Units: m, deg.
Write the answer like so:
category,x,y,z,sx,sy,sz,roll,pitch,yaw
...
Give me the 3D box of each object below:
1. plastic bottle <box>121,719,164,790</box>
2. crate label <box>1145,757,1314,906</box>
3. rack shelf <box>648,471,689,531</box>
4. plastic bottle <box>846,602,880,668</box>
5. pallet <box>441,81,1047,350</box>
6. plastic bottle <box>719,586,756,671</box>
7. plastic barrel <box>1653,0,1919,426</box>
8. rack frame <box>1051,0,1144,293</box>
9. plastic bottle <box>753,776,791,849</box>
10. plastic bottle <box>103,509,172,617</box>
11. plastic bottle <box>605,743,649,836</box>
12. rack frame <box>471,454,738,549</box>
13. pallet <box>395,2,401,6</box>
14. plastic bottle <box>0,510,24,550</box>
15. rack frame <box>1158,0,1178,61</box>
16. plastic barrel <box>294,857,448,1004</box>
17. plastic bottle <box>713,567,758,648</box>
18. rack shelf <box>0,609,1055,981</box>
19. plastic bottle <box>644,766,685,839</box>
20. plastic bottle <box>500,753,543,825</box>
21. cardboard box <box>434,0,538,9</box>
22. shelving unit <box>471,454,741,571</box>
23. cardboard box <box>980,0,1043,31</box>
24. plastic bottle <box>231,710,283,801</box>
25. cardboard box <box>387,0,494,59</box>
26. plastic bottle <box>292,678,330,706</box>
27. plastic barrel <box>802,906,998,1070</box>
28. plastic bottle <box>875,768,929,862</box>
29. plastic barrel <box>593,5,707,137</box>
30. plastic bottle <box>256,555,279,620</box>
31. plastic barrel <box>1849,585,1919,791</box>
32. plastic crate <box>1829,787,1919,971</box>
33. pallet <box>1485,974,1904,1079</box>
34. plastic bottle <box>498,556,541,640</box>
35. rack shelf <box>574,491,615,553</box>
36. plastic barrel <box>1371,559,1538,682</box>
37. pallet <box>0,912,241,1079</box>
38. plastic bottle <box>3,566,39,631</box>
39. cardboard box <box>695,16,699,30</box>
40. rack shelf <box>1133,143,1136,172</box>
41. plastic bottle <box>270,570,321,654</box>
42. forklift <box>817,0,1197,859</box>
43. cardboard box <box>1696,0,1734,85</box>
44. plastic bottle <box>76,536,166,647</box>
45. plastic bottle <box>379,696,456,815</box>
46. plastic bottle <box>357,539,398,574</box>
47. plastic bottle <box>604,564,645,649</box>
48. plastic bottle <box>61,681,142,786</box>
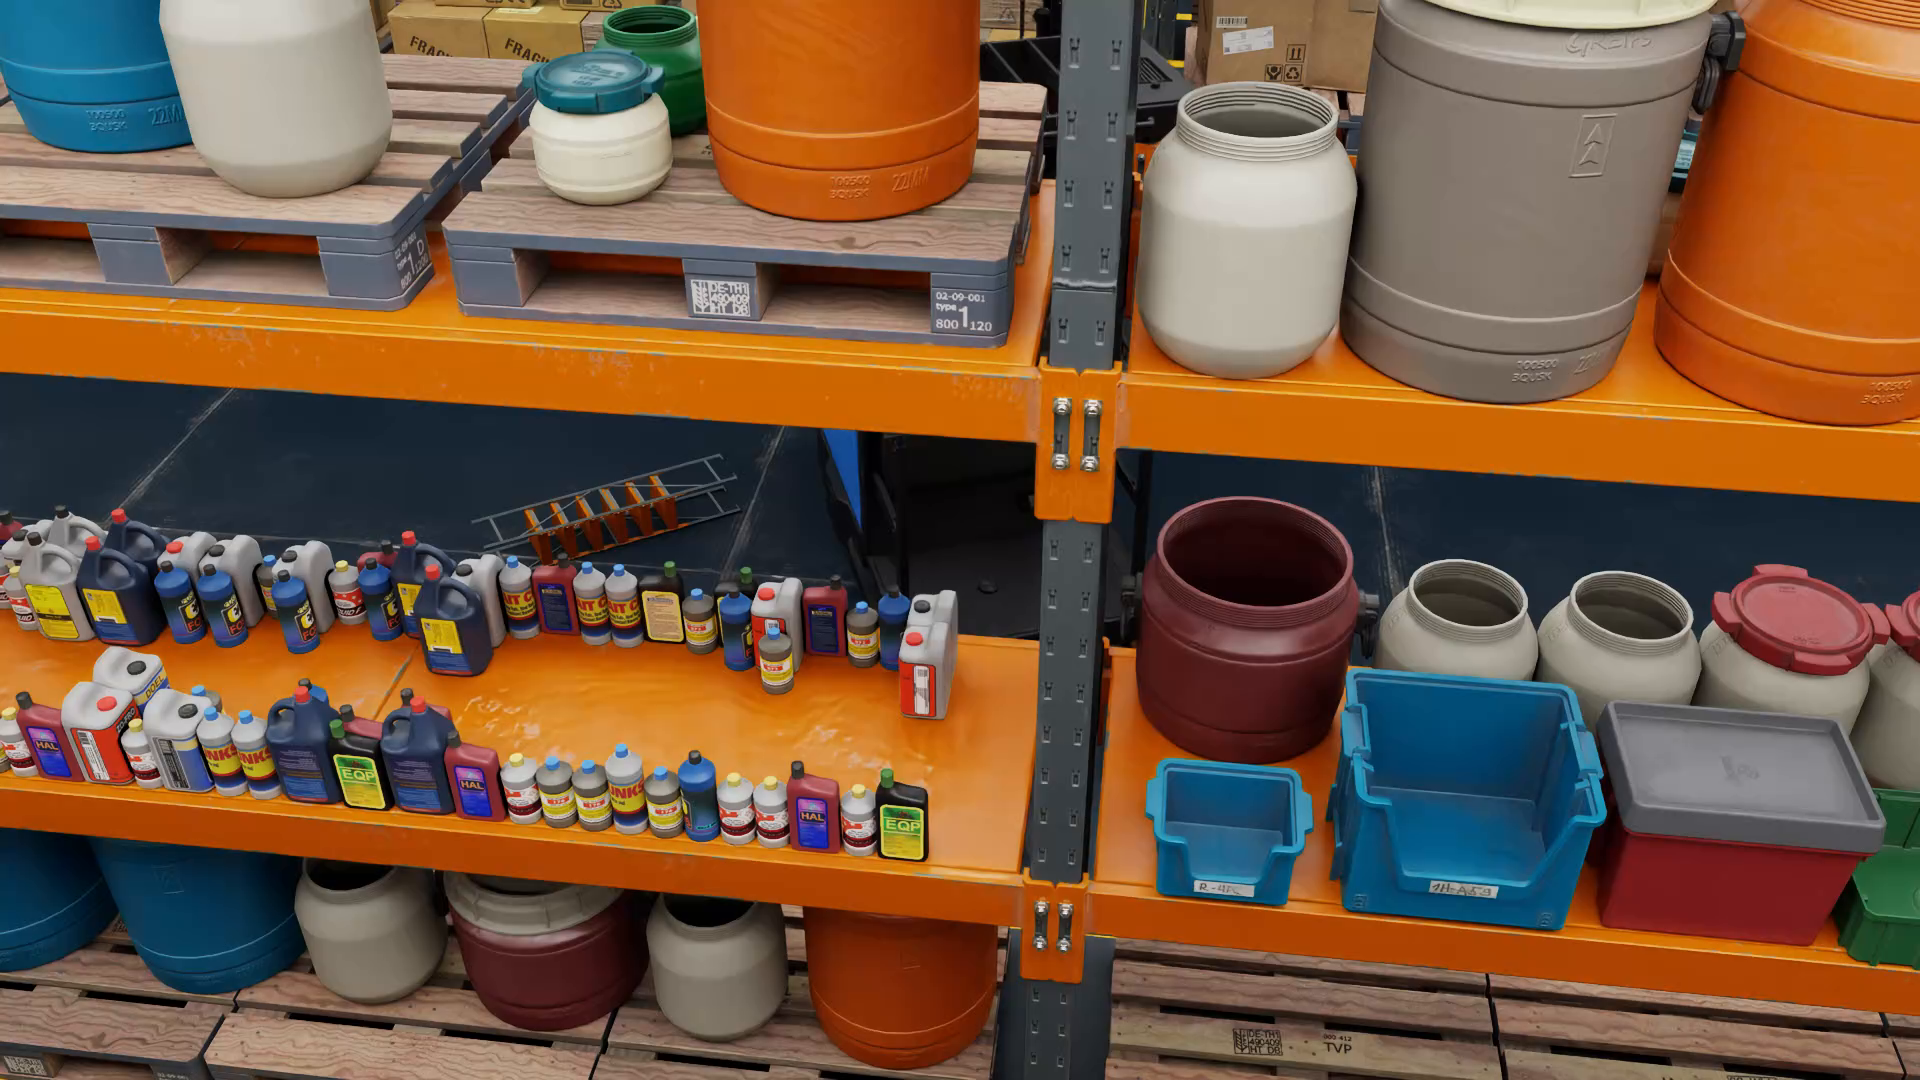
category,x,y,z,sx,sy,sz,roll,pitch,yaw
plastic bottle,-2.220,0.574,4.534,0.097,0.201,0.097,0,36,0
crate label,0.677,0.758,4.250,0.416,0.233,0.303,4,36,6
rack shelf,-1.380,-0.190,7.845,0.103,0.180,0.258,-17,39,-22
plastic bottle,-0.289,0.274,4.955,0.097,0.201,0.097,0,36,0
pallet,-0.439,-0.814,3.889,1.213,0.211,1.003,4,36,6
plastic bottle,-0.659,0.253,4.924,0.097,0.271,0.097,0,36,0
plastic barrel,1.743,-0.719,3.223,0.708,0.830,0.600,4,36,6
rack frame,0.307,-1.999,2.805,0.127,3.000,1.000,4,36,6
plastic bottle,-0.490,0.703,4.354,0.097,0.201,0.097,0,36,0
plastic bottle,-2.524,0.060,5.126,0.185,0.351,0.144,4,36,6
plastic bottle,-0.876,0.646,4.374,0.097,0.271,0.097,0,36,0
rack frame,-1.632,-0.187,7.686,1.200,0.006,0.240,-17,39,-22
pallet,-4.182,-4.541,13.930,1.213,0.211,1.003,4,36,6
plastic bottle,-2.993,0.028,5.229,0.133,0.283,0.061,4,36,6
rack frame,1.670,-5.262,12.540,0.127,3.000,1.000,4,36,6
plastic barrel,-1.872,1.184,5.289,0.421,0.512,0.421,0,36,0
plastic bottle,-0.667,0.201,4.986,0.133,0.283,0.061,4,36,6
rack shelf,-1.677,0.587,4.964,4.000,0.370,1.077,4,36,6
plastic bottle,-0.779,0.682,4.384,0.097,0.201,0.097,0,36,0
plastic bottle,-1.166,0.653,4.424,0.097,0.201,0.097,0,36,0
cardboard box,-2.395,-3.114,8.581,0.637,0.503,0.797,3,36,5
shelving unit,-1.632,-0.113,7.739,1.200,0.189,0.258,-17,39,-22
cardboard box,0.215,-2.924,8.315,0.637,0.503,0.797,5,36,8
plastic bottle,-1.893,0.570,4.480,0.097,0.271,0.097,0,36,0
cardboard box,-2.605,-2.570,8.682,0.500,0.500,0.500,4,36,6
plastic bottle,-1.778,0.494,4.586,0.097,0.271,0.097,0,36,0
plastic barrel,-0.180,1.129,5.093,0.708,0.830,0.600,4,36,6
plastic bottle,-0.149,0.706,4.279,0.133,0.283,0.061,4,36,6
plastic barrel,-0.715,-1.097,3.895,0.294,0.245,0.294,0,36,0
plastic bottle,-2.114,0.138,5.146,0.097,0.201,0.097,0,36,0
plastic barrel,2.626,0.432,4.446,0.433,0.535,0.433,0,36,0
plastic crate,2.511,0.859,4.147,0.662,0.188,0.450,4,36,6
pallet,2.277,1.749,5.118,1.213,0.211,1.003,4,36,6
plastic bottle,-1.338,0.167,5.045,0.097,0.271,0.097,0,36,0
rack shelf,-1.699,-0.092,7.711,0.103,0.180,0.258,-17,39,-22
plastic barrel,1.354,0.350,4.581,0.421,0.512,0.421,0,36,0
pallet,-2.900,1.363,5.659,1.213,0.211,1.003,4,36,6
plastic bottle,-2.863,0.171,5.100,0.097,0.201,0.097,0,36,0
cardboard box,-1.097,-2.461,8.530,0.500,0.500,0.500,5,36,7
rack shelf,-1.046,-2.266,8.963,4.000,0.370,1.077,4,36,6
plastic bottle,-2.000,0.207,4.989,0.097,0.271,0.097,0,36,0
forklift,0.184,-0.797,6.343,1.130,2.935,3.031,-9,36,-12
cardboard box,4.135,-2.670,8.031,1.000,1.000,1.000,4,36,6
plastic bottle,-2.542,0.143,5.010,0.185,0.351,0.144,4,36,6
plastic bottle,-1.435,0.558,4.428,0.185,0.351,0.144,4,36,6
plastic bottle,-1.767,0.119,5.101,0.133,0.283,0.061,4,36,6
plastic bottle,-1.013,0.191,5.011,0.097,0.271,0.097,0,36,0
plastic bottle,-2.332,0.519,4.547,0.135,0.276,0.152,4,36,6
